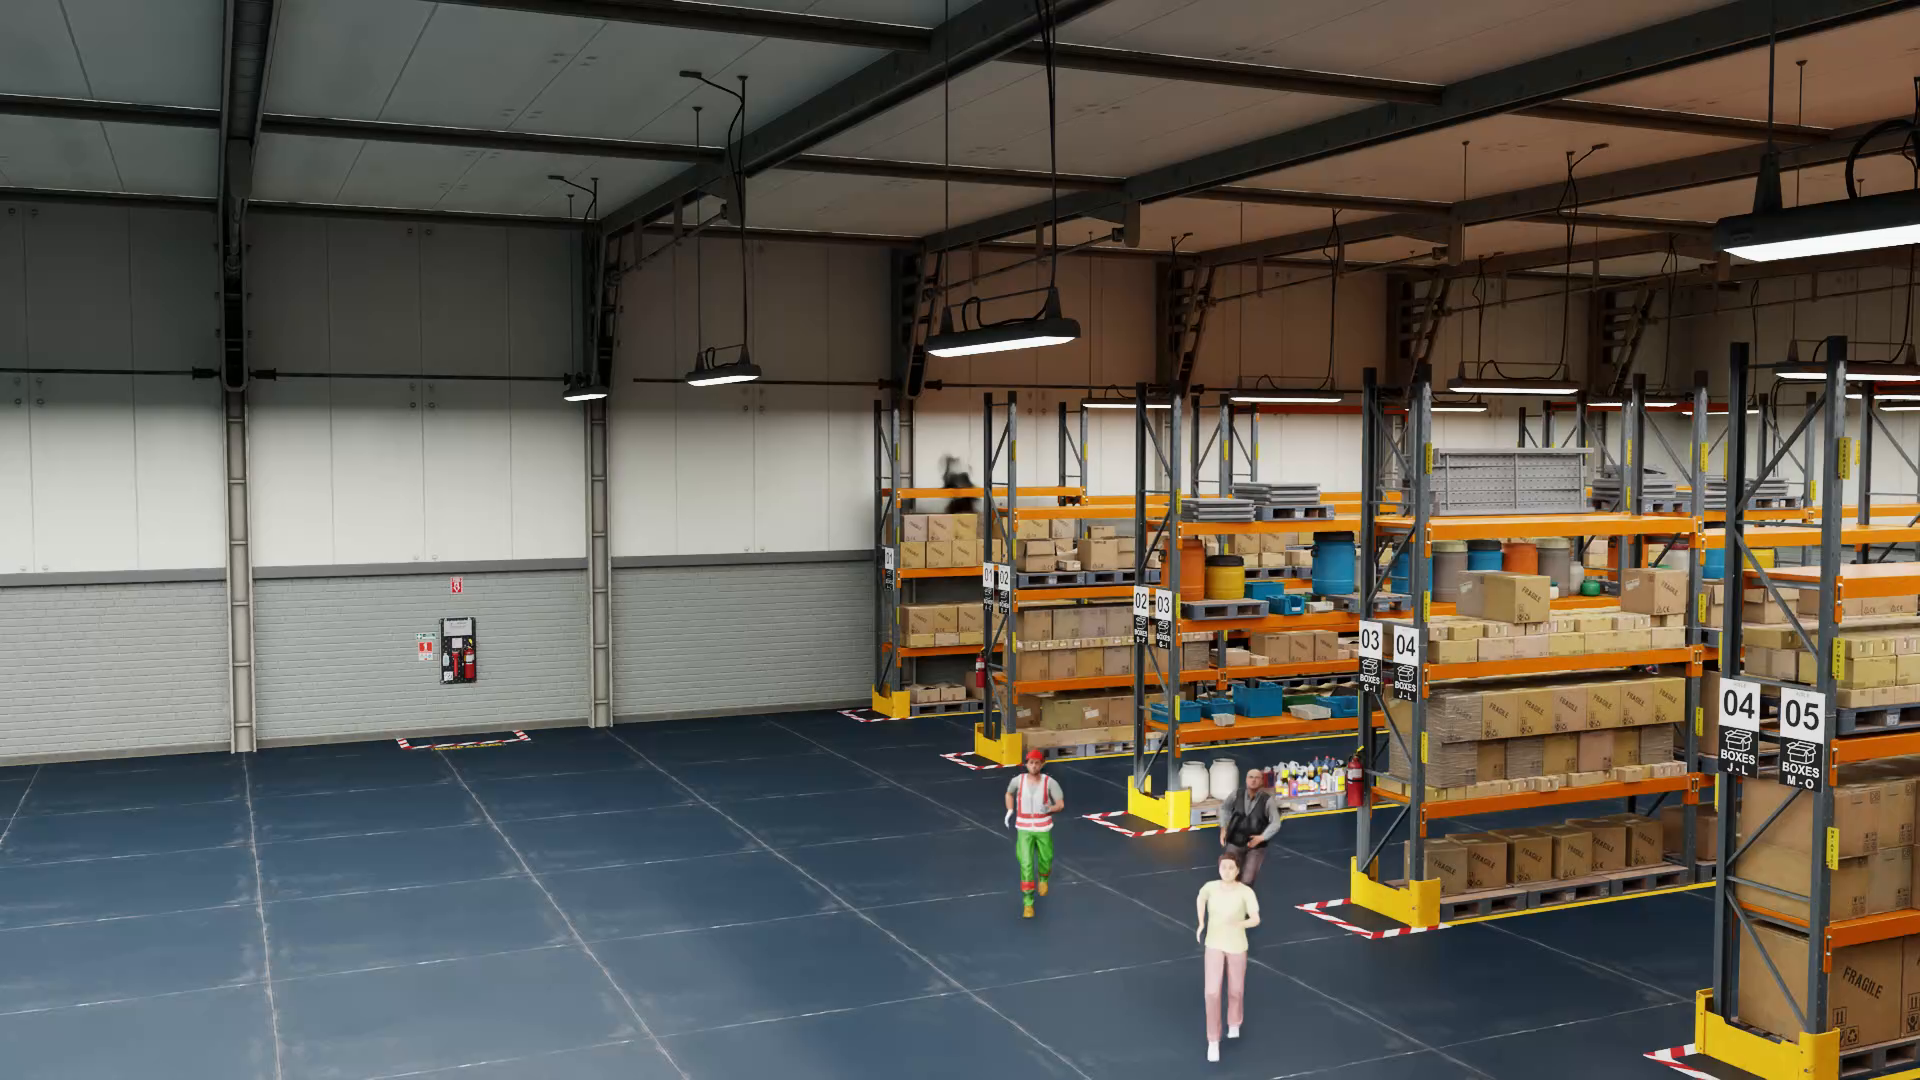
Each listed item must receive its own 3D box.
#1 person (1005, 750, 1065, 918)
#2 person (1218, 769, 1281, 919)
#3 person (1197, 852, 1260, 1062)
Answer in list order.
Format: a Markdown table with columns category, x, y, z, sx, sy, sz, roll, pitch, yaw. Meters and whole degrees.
| category | x | y | z | sx | sy | sz | roll | pitch | yaw |
| --- | --- | --- | --- | --- | --- | --- | --- | --- | --- |
| person | 0.819 | 3.193 | 18.337 | 0.665 | 1.768 | 0.981 | 0 | 3 | 5 |
| person | 3.101 | 3.300 | 17.885 | 0.685 | 1.683 | 0.527 | 1 | 3 | 16 |
| person | 2.272 | 3.505 | 14.132 | 0.550 | 1.726 | 0.735 | 1 | 3 | 13 |
